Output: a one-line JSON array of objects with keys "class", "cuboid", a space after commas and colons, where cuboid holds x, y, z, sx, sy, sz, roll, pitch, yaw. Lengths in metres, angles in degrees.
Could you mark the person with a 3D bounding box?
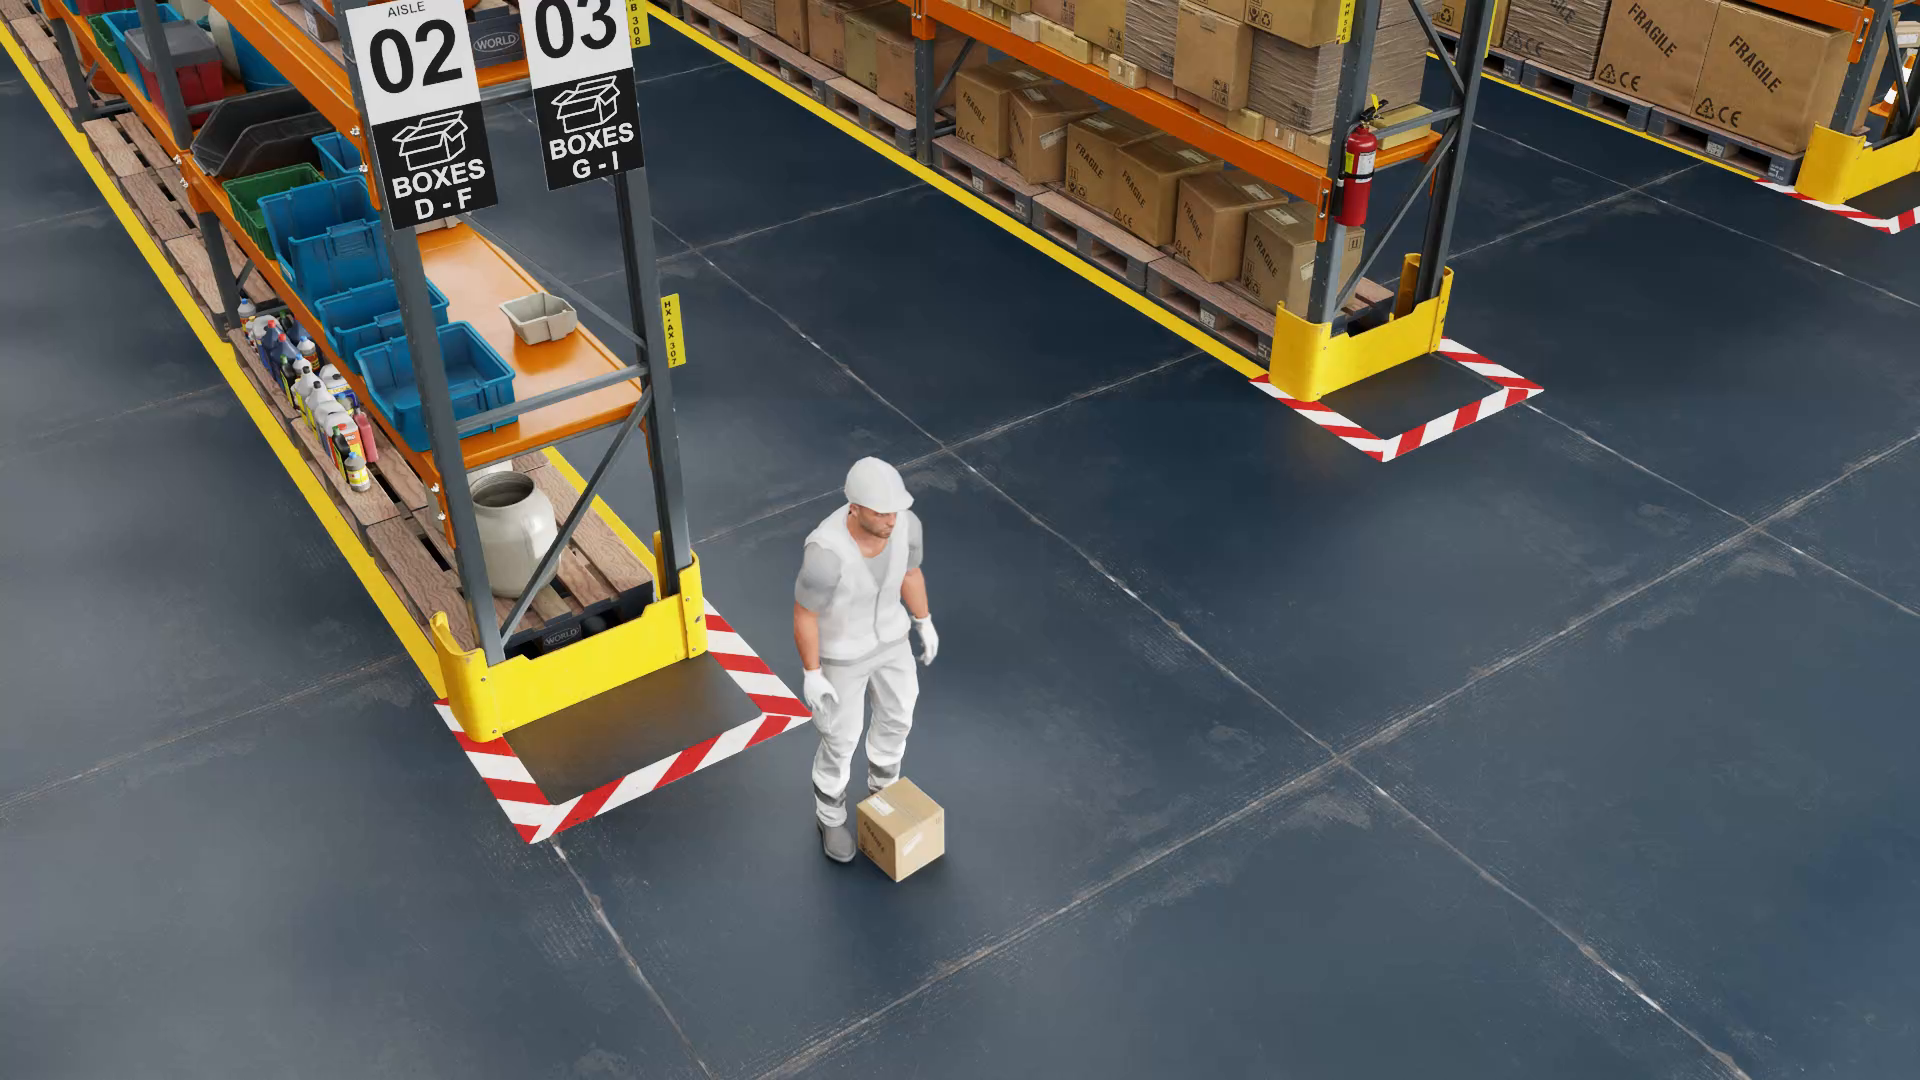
[{"class": "person", "cuboid": [-0.353, 0.428, 6.401, 0.622, 1.781, 0.445, -24, 43, -30]}]
